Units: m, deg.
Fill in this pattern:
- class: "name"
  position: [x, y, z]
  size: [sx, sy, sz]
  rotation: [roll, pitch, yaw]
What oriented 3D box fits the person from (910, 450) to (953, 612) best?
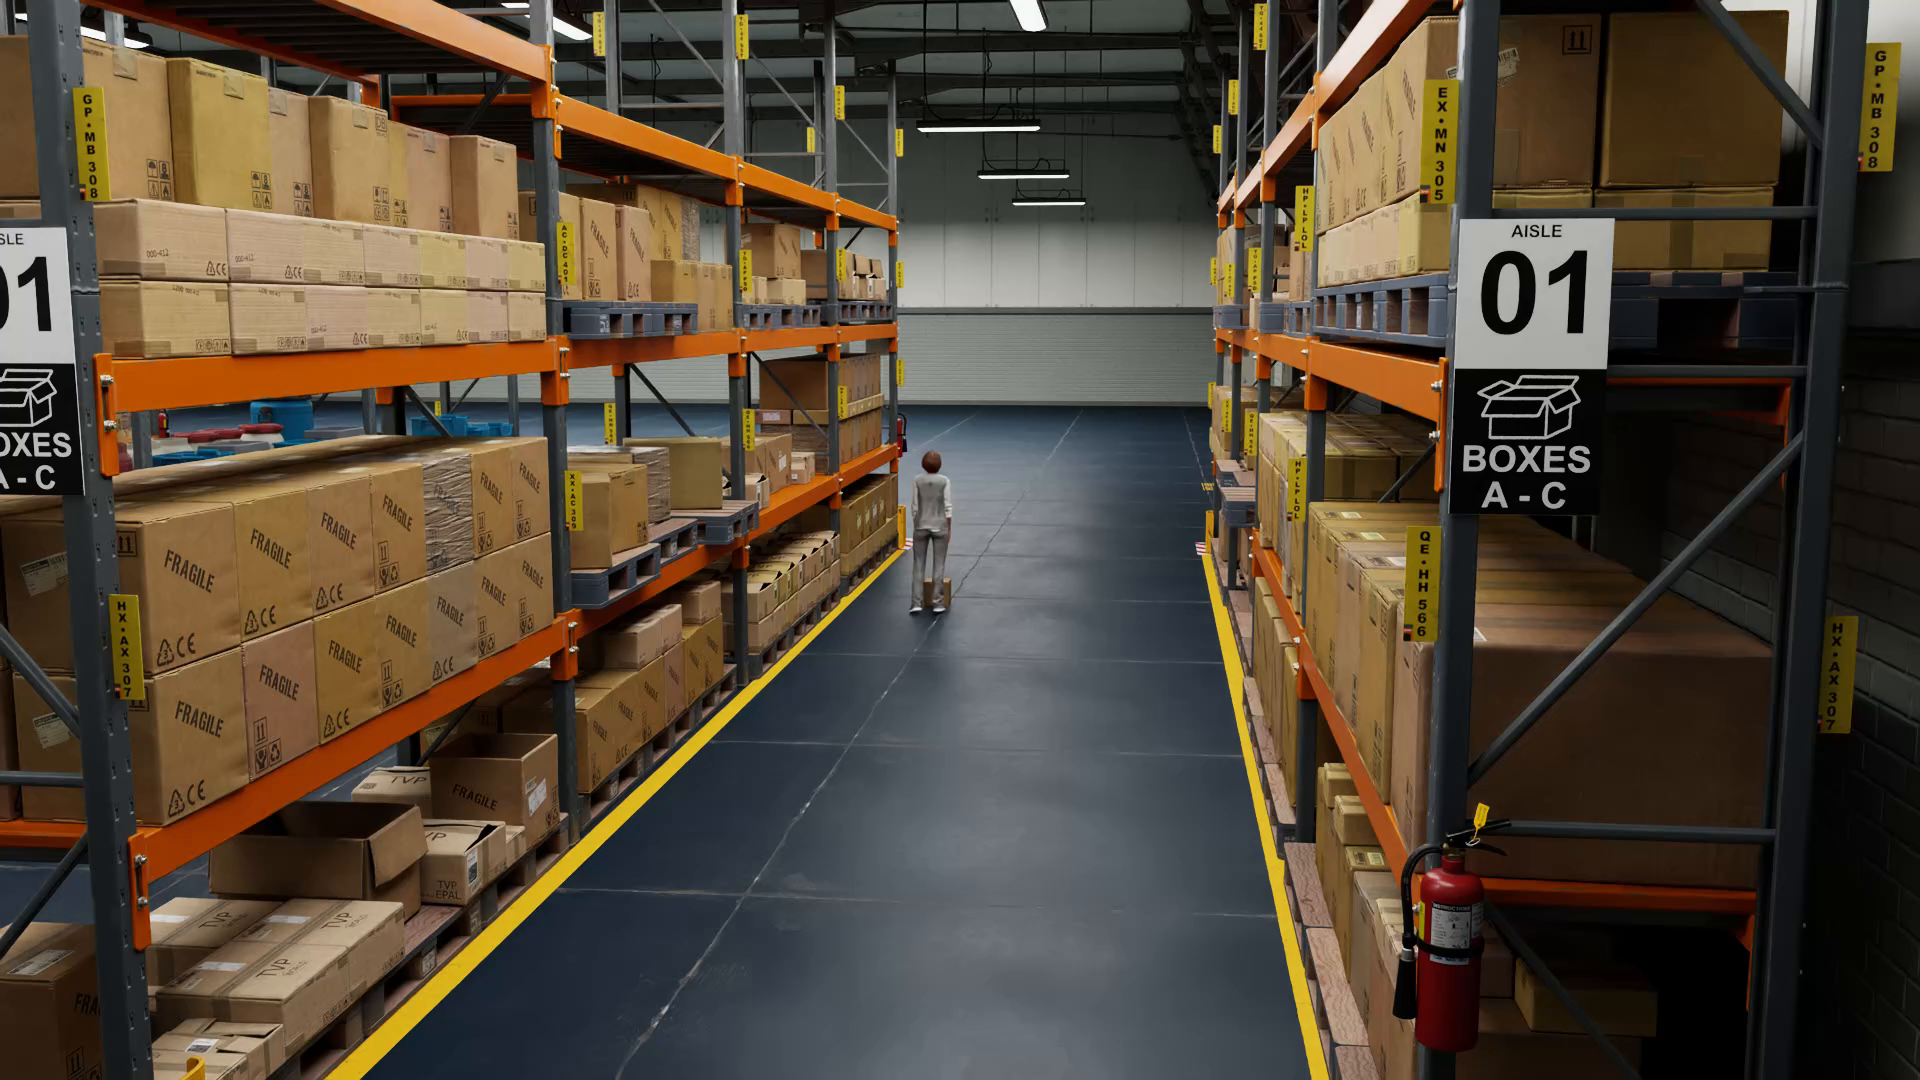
- class: "person"
  position: [-0.287, -0.076, 16.350]
  size: [0.433, 1.622, 0.312]
  rotation: [1, 8, 6]
